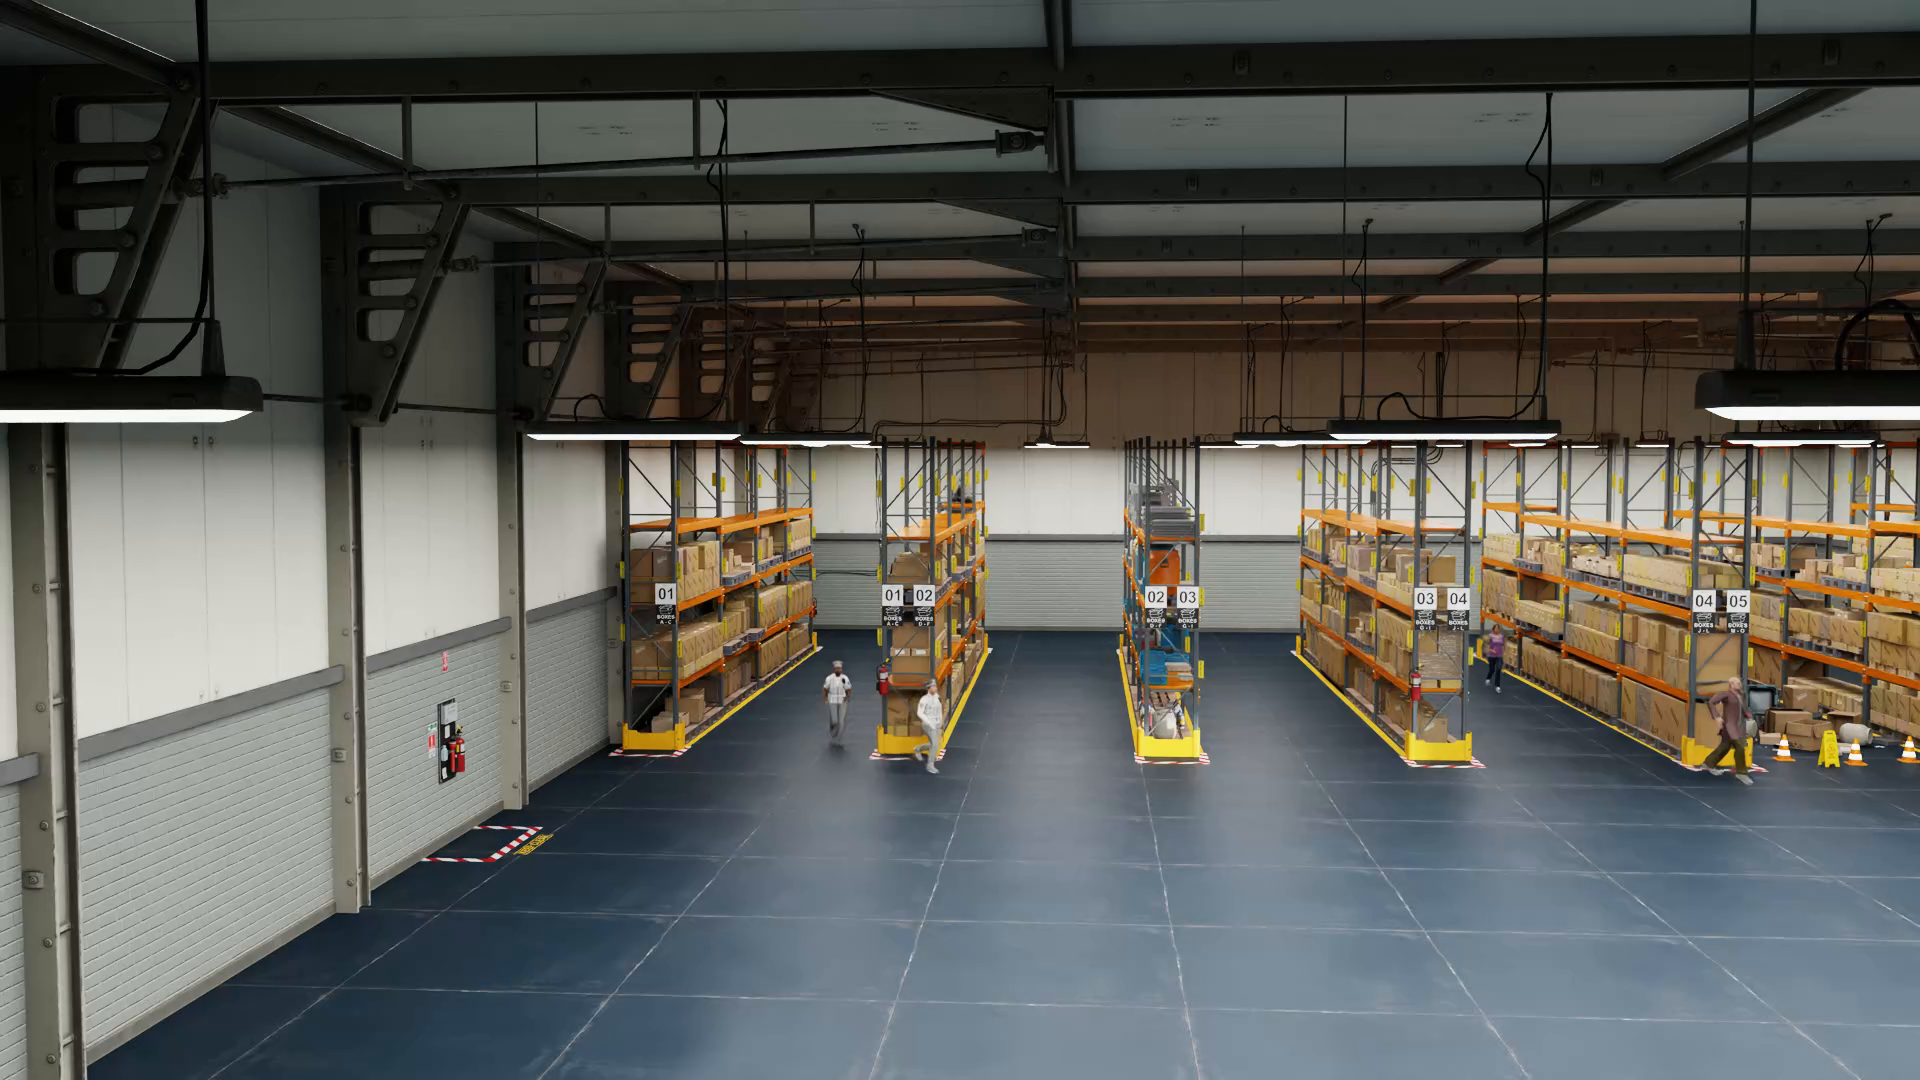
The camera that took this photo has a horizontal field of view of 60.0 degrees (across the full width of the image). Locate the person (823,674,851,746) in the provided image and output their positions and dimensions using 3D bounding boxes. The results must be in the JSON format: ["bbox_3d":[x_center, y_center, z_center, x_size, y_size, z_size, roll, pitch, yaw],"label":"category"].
[{"bbox_3d":[-2.384,3.293,32.380,0.539,1.409,0.526,0,3,-8],"label":"person"}]

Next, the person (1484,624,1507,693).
[{"bbox_3d":[12.808,2.806,39.779,0.567,1.606,0.744,0,3,2],"label":"person"}]

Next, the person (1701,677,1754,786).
[{"bbox_3d":[13.374,3.279,28.870,0.703,1.815,0.976,-3,4,-43],"label":"person"}]

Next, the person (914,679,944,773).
[{"bbox_3d":[-0.582,3.308,29.811,0.617,1.685,0.637,2,4,37],"label":"person"}]
